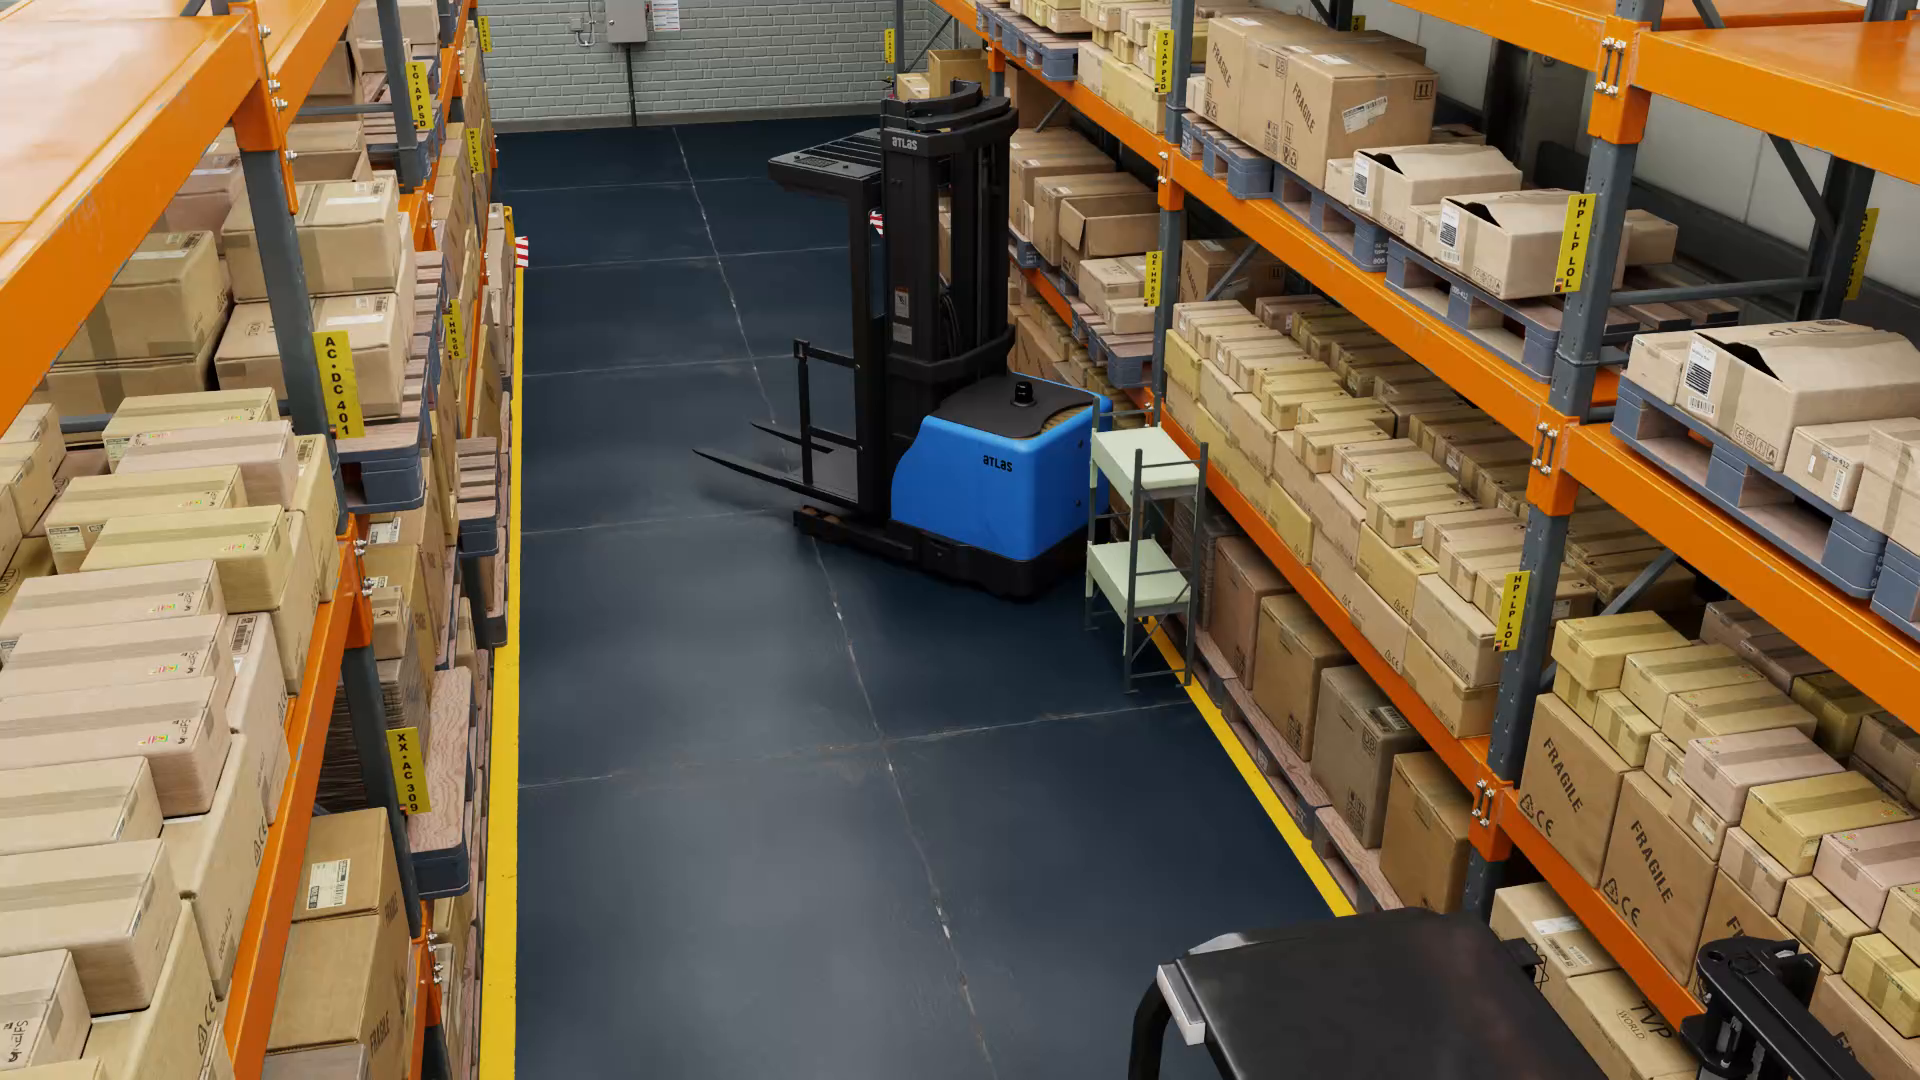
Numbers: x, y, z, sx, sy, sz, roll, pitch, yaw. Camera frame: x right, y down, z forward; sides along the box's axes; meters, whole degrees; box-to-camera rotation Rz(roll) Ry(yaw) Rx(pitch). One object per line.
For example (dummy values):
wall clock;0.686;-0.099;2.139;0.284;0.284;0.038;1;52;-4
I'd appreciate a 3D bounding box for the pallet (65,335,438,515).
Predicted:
pallet;-2.333;-0.348;5.337;1.213;0.211;1.003;-6;27;-12

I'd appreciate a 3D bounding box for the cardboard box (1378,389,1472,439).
cardboard box;2.271;-0.613;8.151;0.380;0.149;0.250;-5;27;-10

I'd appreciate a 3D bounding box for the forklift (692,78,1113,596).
forklift;-0.503;-1.476;10.767;3.031;2.935;1.130;18;32;32

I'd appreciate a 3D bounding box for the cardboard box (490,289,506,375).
cardboard box;-4.138;-1.653;13.421;0.875;0.438;0.875;-6;27;-12

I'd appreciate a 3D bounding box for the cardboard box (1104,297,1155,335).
cardboard box;1.114;-1.398;10.349;0.380;0.149;0.250;-5;27;-11

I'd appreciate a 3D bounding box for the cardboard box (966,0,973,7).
cardboard box;0.262;-4.410;13.455;0.380;0.149;0.250;-5;27;-10

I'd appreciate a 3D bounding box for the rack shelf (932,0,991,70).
rack shelf;0.284;-4.725;14.598;1.077;0.370;4.000;-6;27;-12

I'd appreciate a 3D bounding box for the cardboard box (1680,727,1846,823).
cardboard box;2.491;0.726;5.168;0.380;0.149;0.250;-5;27;-10

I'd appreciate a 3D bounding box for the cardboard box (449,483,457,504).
cardboard box;-2.616;-0.195;7.966;0.380;0.149;0.250;-7;28;-14

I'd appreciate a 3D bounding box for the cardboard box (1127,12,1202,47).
cardboard box;1.205;-3.014;9.805;0.380;0.149;0.250;-7;28;-13

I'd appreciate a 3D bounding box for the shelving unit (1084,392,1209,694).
shelving unit;1.031;0.014;9.403;0.431;1.500;0.755;-6;27;-12

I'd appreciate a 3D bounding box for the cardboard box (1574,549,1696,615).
cardboard box;2.667;0.173;6.594;0.380;0.149;0.250;-7;28;-13

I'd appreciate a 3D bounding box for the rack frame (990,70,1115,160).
rack frame;0.735;-2.829;13.372;1.000;3.000;0.127;-6;27;-12

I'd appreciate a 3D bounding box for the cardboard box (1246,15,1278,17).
cardboard box;1.794;-2.960;9.697;0.380;0.149;0.250;-6;27;-11

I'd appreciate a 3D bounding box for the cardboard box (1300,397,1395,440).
cardboard box;1.875;-0.567;8.061;0.380;0.149;0.250;-6;27;-12

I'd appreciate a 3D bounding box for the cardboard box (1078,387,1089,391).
cardboard box;1.108;-0.758;11.578;0.500;0.500;0.500;-5;27;-9

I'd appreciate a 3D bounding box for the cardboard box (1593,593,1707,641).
cardboard box;2.673;0.278;6.828;0.500;0.250;0.500;-6;27;-12

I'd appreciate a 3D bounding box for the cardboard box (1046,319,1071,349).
cardboard box;0.858;-1.548;12.422;0.380;0.149;0.250;-6;27;-12

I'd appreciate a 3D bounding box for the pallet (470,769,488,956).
pallet;-2.753;1.555;7.781;1.003;0.211;1.213;-6;27;-12

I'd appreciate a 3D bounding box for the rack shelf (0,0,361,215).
rack shelf;-2.748;-1.868;6.052;1.077;0.370;4.000;-6;27;-12

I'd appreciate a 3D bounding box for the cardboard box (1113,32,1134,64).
cardboard box;1.149;-2.993;10.092;0.380;0.149;0.250;-6;27;-12

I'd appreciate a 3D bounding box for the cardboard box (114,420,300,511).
cardboard box;-1.880;-0.171;4.171;0.380;0.149;0.250;-7;28;-13

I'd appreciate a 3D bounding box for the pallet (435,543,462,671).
pallet;-2.713;0.383;7.221;1.003;0.211;1.213;-6;27;-12

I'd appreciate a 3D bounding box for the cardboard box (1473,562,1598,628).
cardboard box;2.244;0.222;6.498;0.380;0.149;0.250;-5;27;-10

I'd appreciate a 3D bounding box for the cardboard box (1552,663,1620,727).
cardboard box;2.353;0.516;5.915;0.380;0.149;0.250;-6;27;-12

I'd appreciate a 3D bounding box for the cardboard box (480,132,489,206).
cardboard box;-4.167;-3.041;13.681;0.500;0.500;0.500;-6;27;-11

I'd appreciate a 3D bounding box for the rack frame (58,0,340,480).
rack frame;-2.298;-1.489;4.060;1.000;3.000;0.127;-6;27;-12

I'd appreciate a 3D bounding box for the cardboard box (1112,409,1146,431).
cardboard box;1.186;-0.742;10.825;0.380;0.149;0.250;-7;28;-14

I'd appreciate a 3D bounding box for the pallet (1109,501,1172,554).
pallet;1.505;-0.160;11.178;1.003;0.211;1.213;-6;27;-12

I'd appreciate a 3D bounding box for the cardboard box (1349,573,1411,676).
cardboard box;2.050;0.335;7.270;0.500;0.250;0.500;-6;27;-12

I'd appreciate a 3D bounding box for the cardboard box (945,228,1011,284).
cardboard box;0.267;-2.543;15.115;0.700;0.500;0.500;-7;28;-14

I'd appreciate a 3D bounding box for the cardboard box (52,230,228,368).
cardboard box;-2.552;-0.736;5.041;0.500;0.250;0.500;-5;27;-10

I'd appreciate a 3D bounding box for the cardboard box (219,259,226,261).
cardboard box;-2.793;-0.959;6.039;0.500;0.250;0.500;-6;27;-11

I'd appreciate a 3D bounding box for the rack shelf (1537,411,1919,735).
rack shelf;2.988;0.543;4.161;1.077;0.370;4.000;-6;27;-12

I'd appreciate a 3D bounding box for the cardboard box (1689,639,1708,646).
cardboard box;2.860;0.464;6.017;0.380;0.149;0.250;-6;27;-12

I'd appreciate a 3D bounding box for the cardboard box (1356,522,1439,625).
cardboard box;2.055;0.112;7.157;0.500;0.250;0.500;-7;28;-13

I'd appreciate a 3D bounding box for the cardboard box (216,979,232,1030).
cardboard box;-1.549;0.861;3.012;0.380;0.149;0.250;-7;28;-13

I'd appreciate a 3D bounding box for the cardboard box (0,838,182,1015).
cardboard box;-1.459;0.620;2.603;0.380;0.149;0.250;-5;27;-10

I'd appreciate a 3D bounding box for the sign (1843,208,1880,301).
sign;3.078;-0.979;5.717;0.100;0.325;0.005;-6;27;-12

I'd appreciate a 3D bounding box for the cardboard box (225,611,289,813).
cardboard box;-1.720;0.397;3.488;0.500;0.250;0.500;-6;27;-12

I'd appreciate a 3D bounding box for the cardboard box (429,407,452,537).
cardboard box;-2.584;-0.313;7.481;0.500;0.500;0.500;-8;28;-15

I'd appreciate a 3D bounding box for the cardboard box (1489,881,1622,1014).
cardboard box;2.341;1.521;6.230;0.500;0.250;0.500;-6;27;-12

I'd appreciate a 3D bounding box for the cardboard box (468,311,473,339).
cardboard box;-3.424;-1.411;10.730;0.500;0.250;0.500;-6;27;-12

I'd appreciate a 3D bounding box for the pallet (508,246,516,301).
pallet;-4.746;-2.491;15.798;1.003;0.211;1.213;-6;27;-12

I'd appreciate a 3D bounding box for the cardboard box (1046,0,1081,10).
cardboard box;0.779;-3.575;10.893;0.380;0.149;0.250;-6;27;-11

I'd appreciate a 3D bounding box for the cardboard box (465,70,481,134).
cardboard box;-4.184;-3.496;13.474;0.500;0.500;0.500;-5;27;-11

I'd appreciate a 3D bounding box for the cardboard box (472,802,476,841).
cardboard box;-2.742;1.324;7.594;0.950;0.372;0.625;-5;27;-10

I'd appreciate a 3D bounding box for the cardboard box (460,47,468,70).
cardboard box;-4.244;-3.939;13.632;0.380;0.149;0.250;-6;27;-11

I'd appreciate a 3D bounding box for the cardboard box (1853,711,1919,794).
cardboard box;3.110;0.658;5.302;0.380;0.149;0.250;-6;27;-13

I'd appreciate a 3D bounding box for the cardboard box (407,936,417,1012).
cardboard box;-1.928;1.411;5.251;0.380;0.149;0.250;-6;27;-12

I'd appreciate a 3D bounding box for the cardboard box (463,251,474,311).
cardboard box;-3.390;-1.642;10.632;0.500;0.250;0.500;-5;27;-11

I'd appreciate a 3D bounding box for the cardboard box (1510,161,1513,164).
cardboard box;2.190;-1.613;7.316;0.380;0.166;0.250;-6;27;-12

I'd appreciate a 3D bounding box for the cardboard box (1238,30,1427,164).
cardboard box;1.773;-2.135;7.980;0.700;0.500;0.500;-6;27;-13

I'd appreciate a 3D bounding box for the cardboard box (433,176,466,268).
cardboard box;-3.405;-1.967;10.444;0.500;0.500;0.500;-6;27;-11

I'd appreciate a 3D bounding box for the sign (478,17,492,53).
sign;-4.470;-4.751;15.632;0.100;0.325;0.005;-6;27;-12
